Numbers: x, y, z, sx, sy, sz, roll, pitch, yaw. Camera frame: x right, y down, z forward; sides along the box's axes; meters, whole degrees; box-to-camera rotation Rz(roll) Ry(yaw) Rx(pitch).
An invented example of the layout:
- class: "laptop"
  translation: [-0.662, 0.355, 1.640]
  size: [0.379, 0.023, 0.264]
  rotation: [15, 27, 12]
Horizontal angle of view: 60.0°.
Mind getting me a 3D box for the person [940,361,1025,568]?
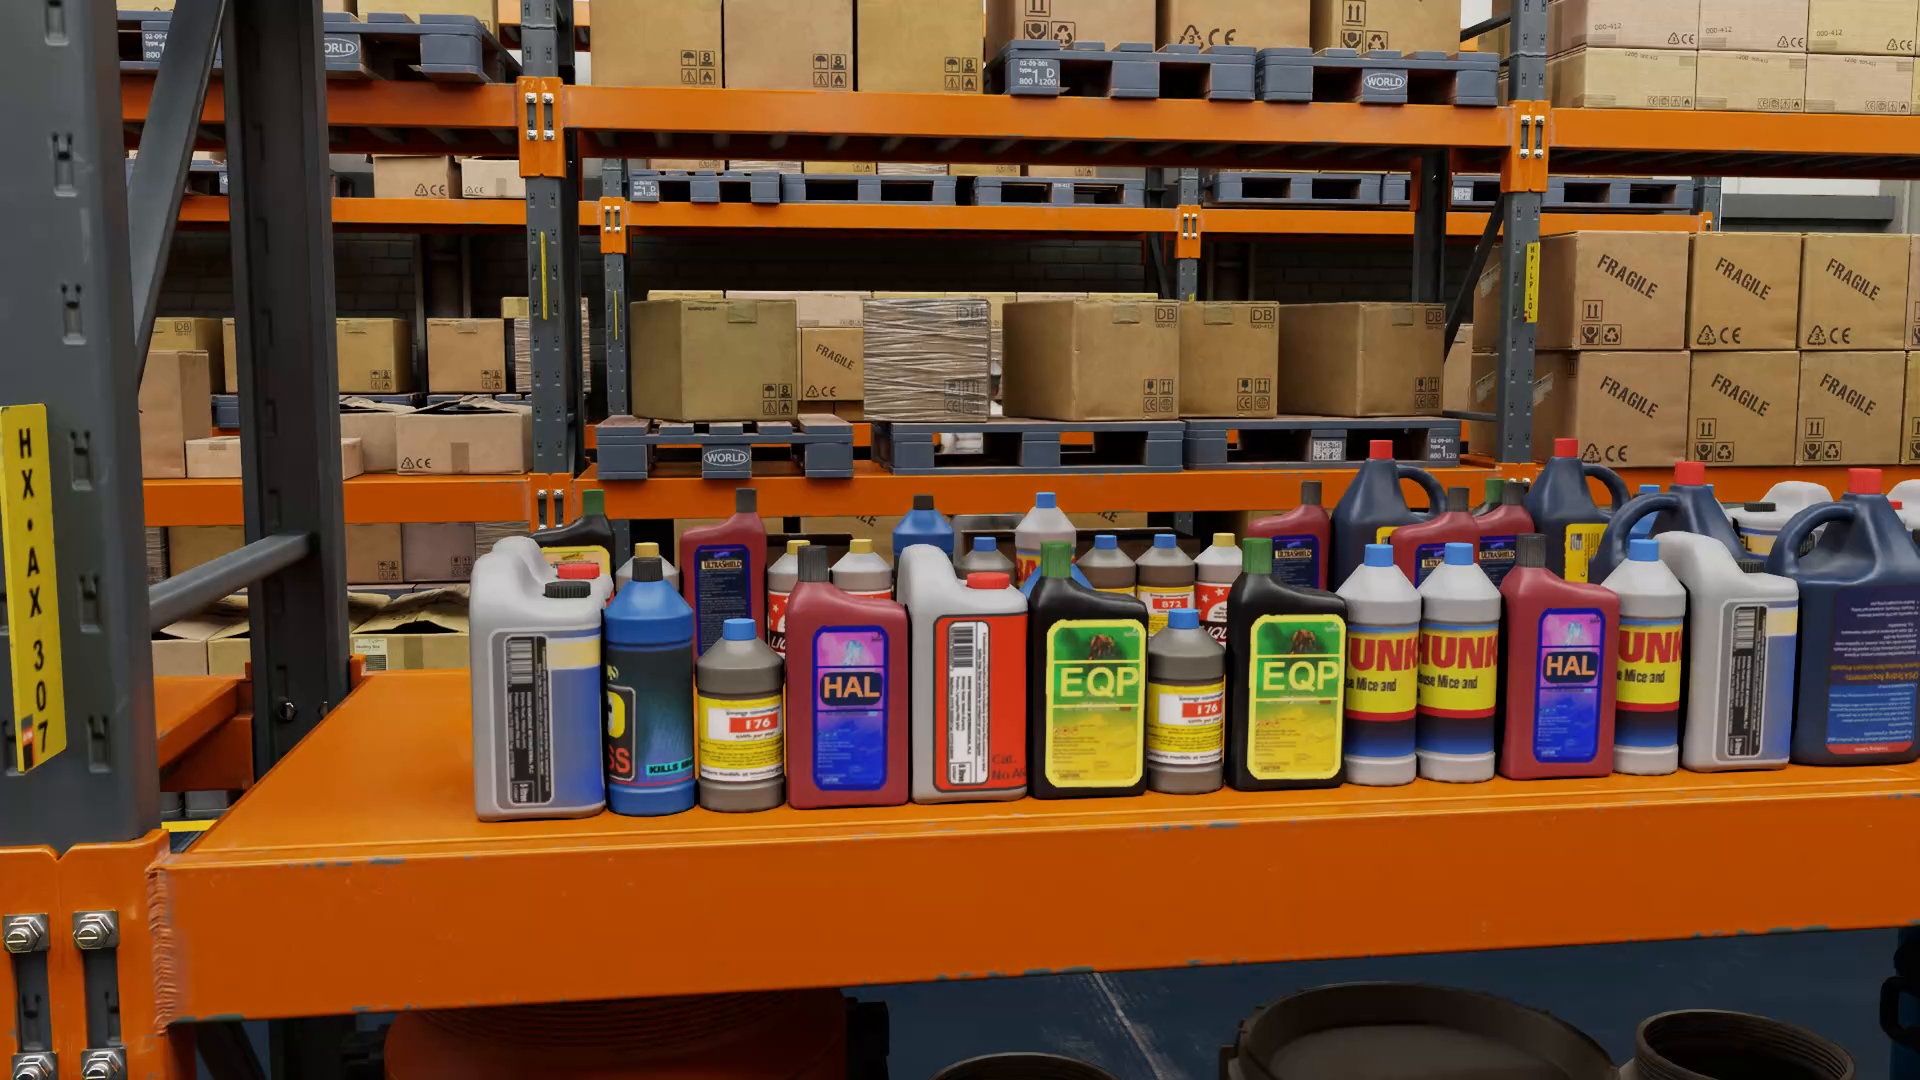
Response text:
- class: "person"
  translation: [0.124, -0.136, 9.354]
  size: [0.490, 1.768, 0.570]
  rotation: [-1, 7, -10]
